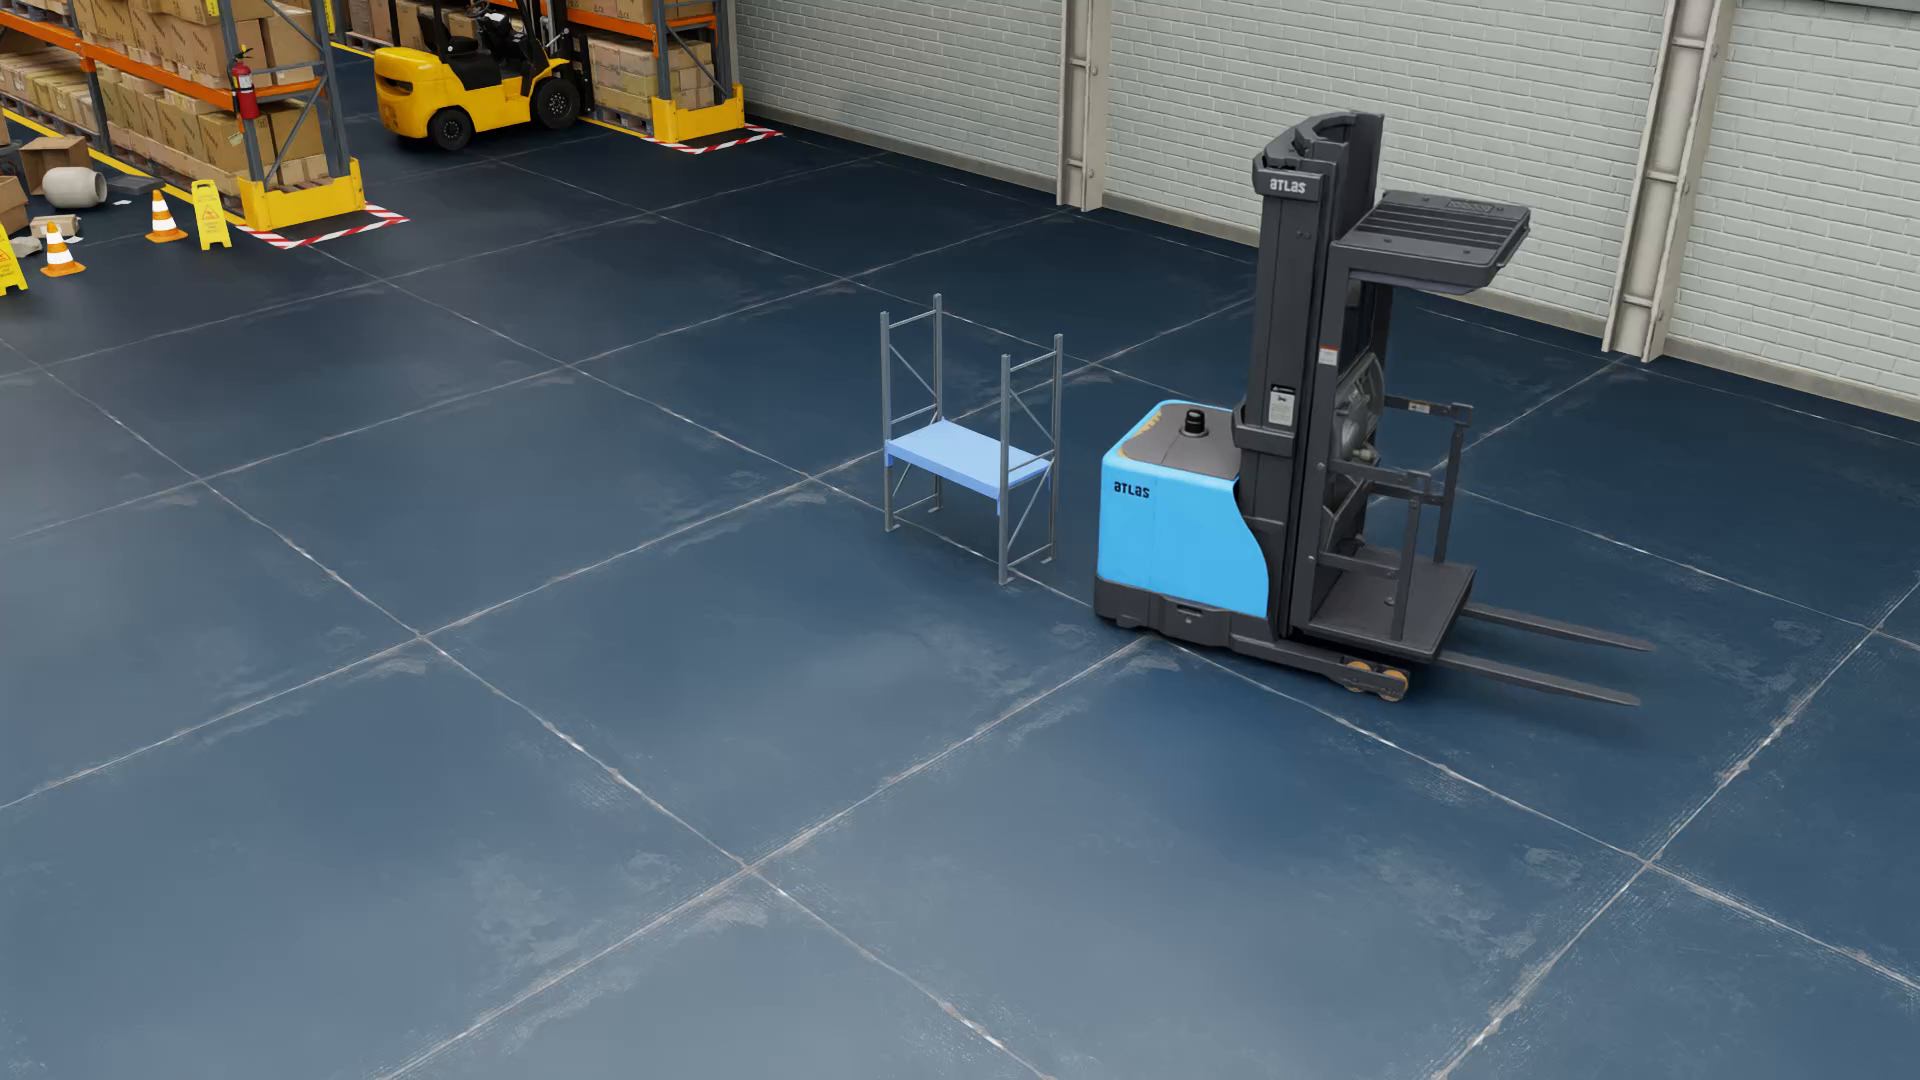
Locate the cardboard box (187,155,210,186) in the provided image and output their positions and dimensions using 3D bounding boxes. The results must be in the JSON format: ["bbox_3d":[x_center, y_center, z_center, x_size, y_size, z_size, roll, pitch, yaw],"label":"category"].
[{"bbox_3d":[-7.764,-3.933,17.503,0.500,0.250,0.500,25,37,39],"label":"cardboard box"}]

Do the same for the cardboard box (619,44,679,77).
[{"bbox_3d":[-3.705,-5.725,19.837,0.500,0.250,0.500,-24,36,-38],"label":"cardboard box"}]

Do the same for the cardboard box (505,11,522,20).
[{"bbox_3d":[-5.885,-6.721,21.732,0.500,0.250,0.500,24,36,38],"label":"cardboard box"}]

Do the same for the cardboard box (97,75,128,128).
[{"bbox_3d":[-9.256,-4.942,18.616,0.500,0.500,0.500,-23,36,-37],"label":"cardboard box"}]

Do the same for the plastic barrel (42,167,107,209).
[{"bbox_3d":[-9.170,-3.649,17.229,0.512,0.421,0.421,-3,28,-5],"label":"plastic barrel"}]

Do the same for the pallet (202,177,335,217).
[{"bbox_3d":[-7.244,-3.686,17.526,1.213,0.211,1.003,25,36,38],"label":"pallet"}]

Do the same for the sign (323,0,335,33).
[{"bbox_3d":[-6.255,-5.181,16.444,0.005,0.325,0.100,25,36,38],"label":"sign"}]

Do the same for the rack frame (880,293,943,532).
[{"bbox_3d":[-0.302,-0.802,10.657,0.032,1.500,0.500,25,36,38],"label":"rack frame"}]

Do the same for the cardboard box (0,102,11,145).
[{"bbox_3d":[-10.714,-4.552,18.049,0.500,0.500,0.500,25,36,38],"label":"cardboard box"}]

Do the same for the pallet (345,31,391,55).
[{"bbox_3d":[-8.303,-7.361,24.516,1.213,0.211,1.003,25,36,38],"label":"pallet"}]

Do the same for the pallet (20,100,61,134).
[{"bbox_3d":[-10.918,-5.341,20.674,1.213,0.211,1.003,25,36,38],"label":"pallet"}]

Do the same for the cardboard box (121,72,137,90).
[{"bbox_3d":[-8.841,-5.001,18.032,0.380,0.149,0.250,-24,36,-37],"label":"cardboard box"}]

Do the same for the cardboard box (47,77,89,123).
[{"bbox_3d":[-10.378,-5.350,20.067,0.950,0.372,0.625,-23,35,-36],"label":"cardboard box"}]

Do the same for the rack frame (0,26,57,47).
[{"bbox_3d":[-12.340,-7.228,21.267,0.127,3.000,1.000,25,36,38],"label":"rack frame"}]

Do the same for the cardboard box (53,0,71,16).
[{"bbox_3d":[-10.048,-6.074,18.891,0.380,0.149,0.250,-25,36,-38],"label":"cardboard box"}]

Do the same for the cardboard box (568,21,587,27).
[{"bbox_3d":[-4.801,-6.557,21.419,0.500,0.250,0.500,25,37,39],"label":"cardboard box"}]

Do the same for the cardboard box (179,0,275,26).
[{"bbox_3d":[-7.153,-5.331,16.157,0.500,0.500,0.700,24,36,37],"label":"cardboard box"}]

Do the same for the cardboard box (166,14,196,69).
[{"bbox_3d":[-7.569,-5.045,16.687,0.500,0.500,0.500,25,36,38],"label":"cardboard box"}]

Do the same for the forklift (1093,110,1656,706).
[{"bbox_3d":[2.336,-0.702,8.929,3.031,2.935,1.130,14,31,24],"label":"forklift"}]

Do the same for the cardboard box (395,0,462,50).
[{"bbox_3d":[-7.476,-7.373,23.644,0.625,0.625,0.875,23,35,36],"label":"cardboard box"}]

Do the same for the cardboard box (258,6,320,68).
[{"bbox_3d":[-6.779,-5.041,16.680,0.500,0.500,0.500,24,36,38],"label":"cardboard box"}]

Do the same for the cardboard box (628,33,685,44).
[{"bbox_3d":[-3.727,-6.059,20.473,0.500,0.250,0.500,25,36,38],"label":"cardboard box"}]

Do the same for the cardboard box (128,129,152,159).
[{"bbox_3d":[-8.868,-4.440,18.467,0.500,0.250,0.500,-23,35,-36],"label":"cardboard box"}]

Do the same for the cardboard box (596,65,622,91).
[{"bbox_3d":[-4.074,-5.679,20.287,0.500,0.250,0.500,24,36,38],"label":"cardboard box"}]

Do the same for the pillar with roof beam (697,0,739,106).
[{"bbox_3d":[-6.041,-8.020,16.326,0.400,9.000,9.100,25,36,38],"label":"pillar with roof beam"}]

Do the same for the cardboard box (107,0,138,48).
[{"bbox_3d":[-8.646,-5.539,17.627,0.500,0.500,0.500,24,36,38],"label":"cardboard box"}]

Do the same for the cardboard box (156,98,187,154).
[{"bbox_3d":[-8.119,-4.430,17.643,0.500,0.500,0.500,24,36,37],"label":"cardboard box"}]

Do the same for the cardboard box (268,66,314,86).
[{"bbox_3d":[-6.732,-4.686,16.703,0.250,0.149,0.380,25,37,39],"label":"cardboard box"}]

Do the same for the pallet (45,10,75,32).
[{"bbox_3d":[-9.931,-6.136,19.396,1.213,0.211,1.003,25,36,38],"label":"pallet"}]

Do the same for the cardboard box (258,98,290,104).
[{"bbox_3d":[-7.410,-4.451,17.682,0.500,0.500,0.500,23,35,37],"label":"cardboard box"}]

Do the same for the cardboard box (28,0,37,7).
[{"bbox_3d":[-10.617,-6.320,19.359,0.380,0.149,0.250,-25,37,-39],"label":"cardboard box"}]

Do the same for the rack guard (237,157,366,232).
[{"bbox_3d":[-6.690,-3.537,16.932,0.348,0.500,1.175,25,36,38],"label":"rack guard"}]

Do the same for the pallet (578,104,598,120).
[{"bbox_3d":[-4.598,-5.666,21.292,1.213,0.211,1.003,25,36,38],"label":"pallet"}]

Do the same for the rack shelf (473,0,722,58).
[{"bbox_3d":[-4.584,-6.601,20.847,4.000,0.370,1.077,25,36,38],"label":"rack shelf"}]

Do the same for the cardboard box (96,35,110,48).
[{"bbox_3d":[-9.271,-5.538,18.322,0.380,0.149,0.250,-24,36,-38],"label":"cardboard box"}]

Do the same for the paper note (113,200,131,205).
[{"bbox_3d":[-8.793,-3.551,17.463,0.148,0.019,0.142,12,30,22],"label":"paper note"}]

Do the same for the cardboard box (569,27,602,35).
[{"bbox_3d":[-4.796,-6.219,20.776,0.500,0.250,0.500,24,36,37],"label":"cardboard box"}]

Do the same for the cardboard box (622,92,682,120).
[{"bbox_3d":[-3.715,-5.284,20.072,0.500,0.250,0.500,25,37,39],"label":"cardboard box"}]

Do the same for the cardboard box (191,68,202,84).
[{"bbox_3d":[-7.478,-4.695,16.718,0.250,0.149,0.380,24,36,38],"label":"cardboard box"}]

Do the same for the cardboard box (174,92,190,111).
[{"bbox_3d":[-7.875,-4.561,17.196,0.380,0.149,0.250,-25,36,-38],"label":"cardboard box"}]

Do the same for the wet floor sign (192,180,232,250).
[{"bbox_3d":[-7.250,-3.159,16.058,0.267,0.644,0.232,-13,30,-22],"label":"wet floor sign"}]

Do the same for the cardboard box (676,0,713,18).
[{"bbox_3d":[-3.317,-6.565,19.898,0.500,0.500,0.500,-24,36,-38],"label":"cardboard box"}]

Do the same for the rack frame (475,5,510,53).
[{"bbox_3d":[-6.010,-7.572,21.920,0.127,3.000,1.000,25,36,38],"label":"rack frame"}]

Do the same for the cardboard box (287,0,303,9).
[{"bbox_3d":[-10.039,-8.360,25.653,0.500,0.500,0.500,-23,36,-37],"label":"cardboard box"}]

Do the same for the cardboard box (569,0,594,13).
[{"bbox_3d":[-4.422,-6.724,20.200,0.500,0.500,0.500,24,36,37],"label":"cardboard box"}]

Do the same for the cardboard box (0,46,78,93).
[{"bbox_3d":[-11.944,-6.064,21.424,0.625,0.372,0.950,22,35,35],"label":"cardboard box"}]

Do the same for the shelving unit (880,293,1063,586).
[{"bbox_3d":[0.061,-0.636,10.341,1.048,1.500,0.538,25,36,38],"label":"shelving unit"}]

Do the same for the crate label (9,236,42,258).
[{"bbox_3d":[-8.986,-2.820,15.959,0.298,0.136,0.250,7,29,13],"label":"crate label"}]

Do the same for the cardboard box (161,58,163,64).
[{"bbox_3d":[-8.128,-5.063,17.419,0.250,0.149,0.380,25,36,38],"label":"cardboard box"}]
